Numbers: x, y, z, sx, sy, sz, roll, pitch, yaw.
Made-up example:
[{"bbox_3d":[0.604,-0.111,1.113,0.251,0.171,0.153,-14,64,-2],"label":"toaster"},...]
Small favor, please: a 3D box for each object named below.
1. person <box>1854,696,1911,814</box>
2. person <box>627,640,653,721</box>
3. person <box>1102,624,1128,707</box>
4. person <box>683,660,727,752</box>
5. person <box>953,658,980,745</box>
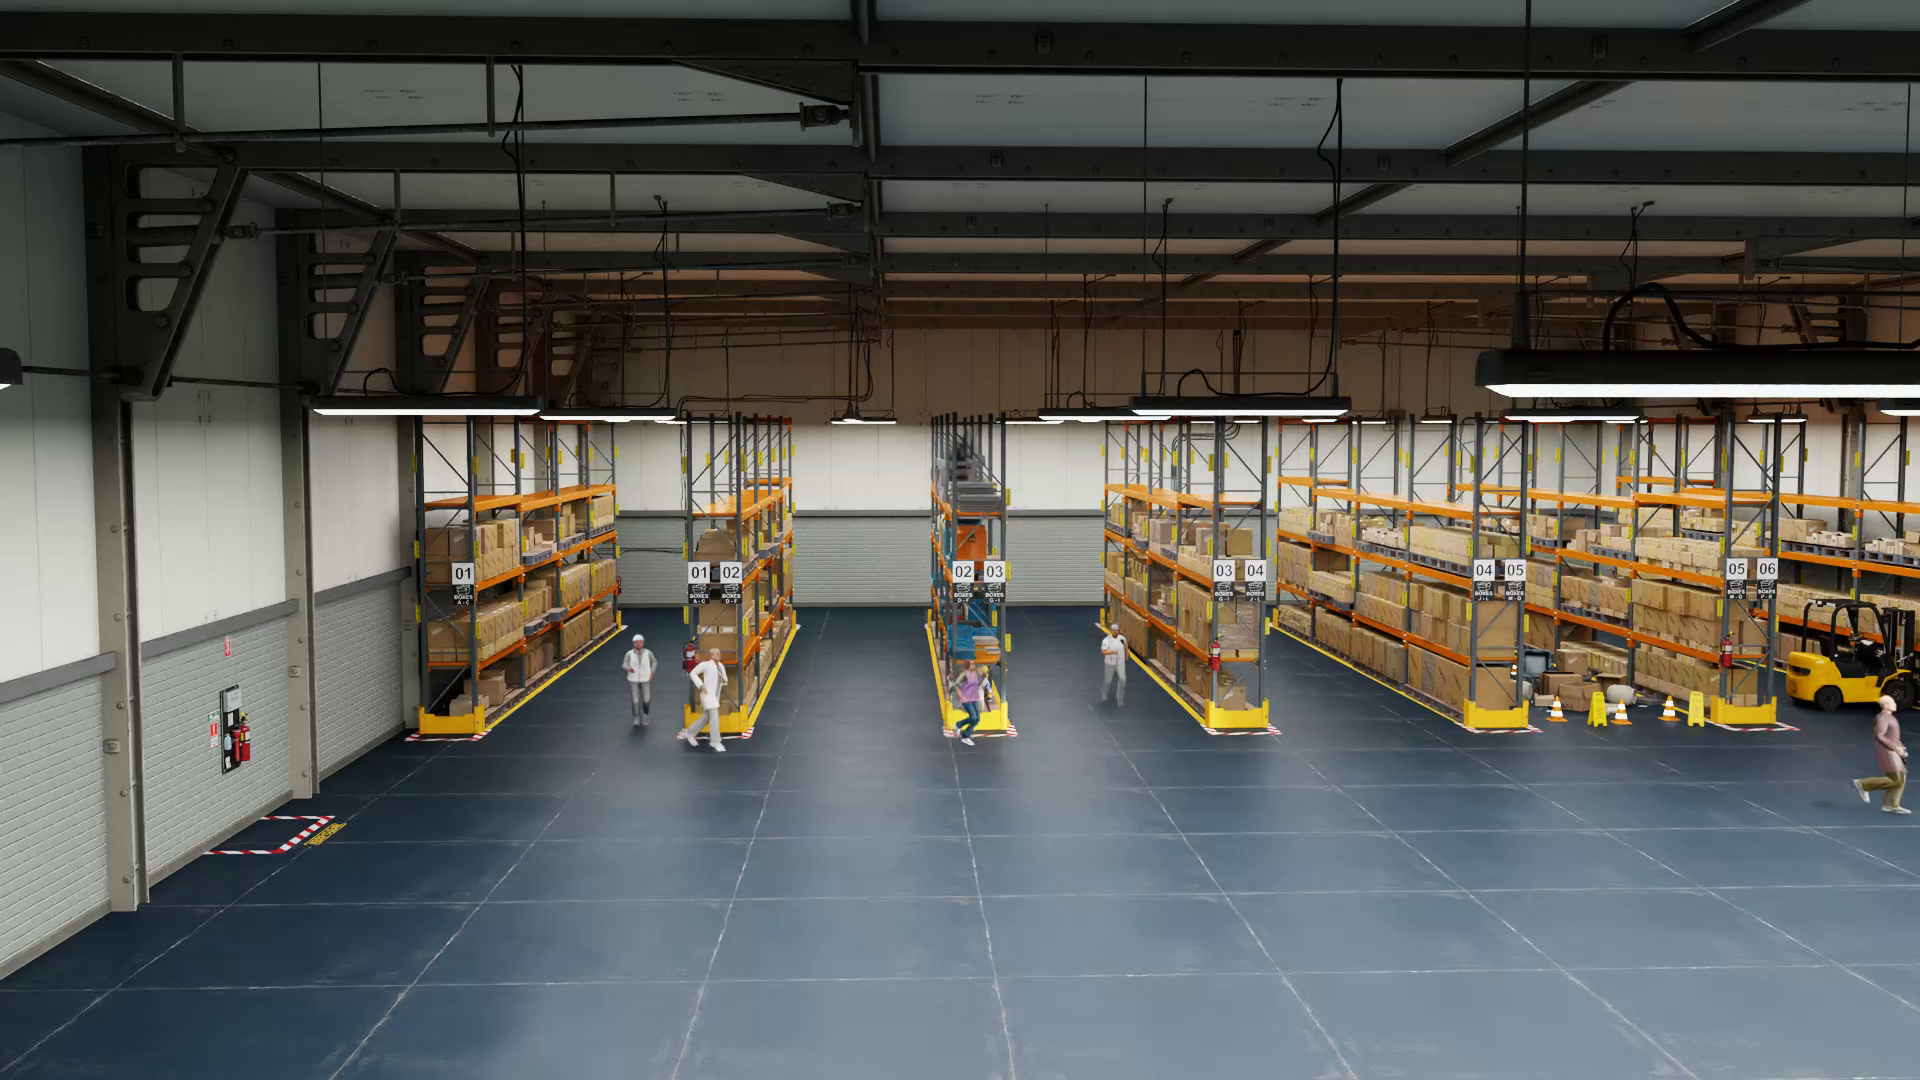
[{"bbox_3d":[13.725,3.178,24.705,0.756,1.743,0.673,2,5,30],"label":"person"},{"bbox_3d":[-6.073,2.668,31.646,0.529,1.632,0.613,-1,4,-12],"label":"person"},{"bbox_3d":[3.188,2.572,34.231,0.608,1.704,0.868,-1,4,-7],"label":"person"},{"bbox_3d":[-4.459,2.926,29.731,0.973,1.599,0.708,2,4,26],"label":"person"},{"bbox_3d":[0.151,2.925,30.027,0.502,1.545,0.532,3,5,36],"label":"person"}]
